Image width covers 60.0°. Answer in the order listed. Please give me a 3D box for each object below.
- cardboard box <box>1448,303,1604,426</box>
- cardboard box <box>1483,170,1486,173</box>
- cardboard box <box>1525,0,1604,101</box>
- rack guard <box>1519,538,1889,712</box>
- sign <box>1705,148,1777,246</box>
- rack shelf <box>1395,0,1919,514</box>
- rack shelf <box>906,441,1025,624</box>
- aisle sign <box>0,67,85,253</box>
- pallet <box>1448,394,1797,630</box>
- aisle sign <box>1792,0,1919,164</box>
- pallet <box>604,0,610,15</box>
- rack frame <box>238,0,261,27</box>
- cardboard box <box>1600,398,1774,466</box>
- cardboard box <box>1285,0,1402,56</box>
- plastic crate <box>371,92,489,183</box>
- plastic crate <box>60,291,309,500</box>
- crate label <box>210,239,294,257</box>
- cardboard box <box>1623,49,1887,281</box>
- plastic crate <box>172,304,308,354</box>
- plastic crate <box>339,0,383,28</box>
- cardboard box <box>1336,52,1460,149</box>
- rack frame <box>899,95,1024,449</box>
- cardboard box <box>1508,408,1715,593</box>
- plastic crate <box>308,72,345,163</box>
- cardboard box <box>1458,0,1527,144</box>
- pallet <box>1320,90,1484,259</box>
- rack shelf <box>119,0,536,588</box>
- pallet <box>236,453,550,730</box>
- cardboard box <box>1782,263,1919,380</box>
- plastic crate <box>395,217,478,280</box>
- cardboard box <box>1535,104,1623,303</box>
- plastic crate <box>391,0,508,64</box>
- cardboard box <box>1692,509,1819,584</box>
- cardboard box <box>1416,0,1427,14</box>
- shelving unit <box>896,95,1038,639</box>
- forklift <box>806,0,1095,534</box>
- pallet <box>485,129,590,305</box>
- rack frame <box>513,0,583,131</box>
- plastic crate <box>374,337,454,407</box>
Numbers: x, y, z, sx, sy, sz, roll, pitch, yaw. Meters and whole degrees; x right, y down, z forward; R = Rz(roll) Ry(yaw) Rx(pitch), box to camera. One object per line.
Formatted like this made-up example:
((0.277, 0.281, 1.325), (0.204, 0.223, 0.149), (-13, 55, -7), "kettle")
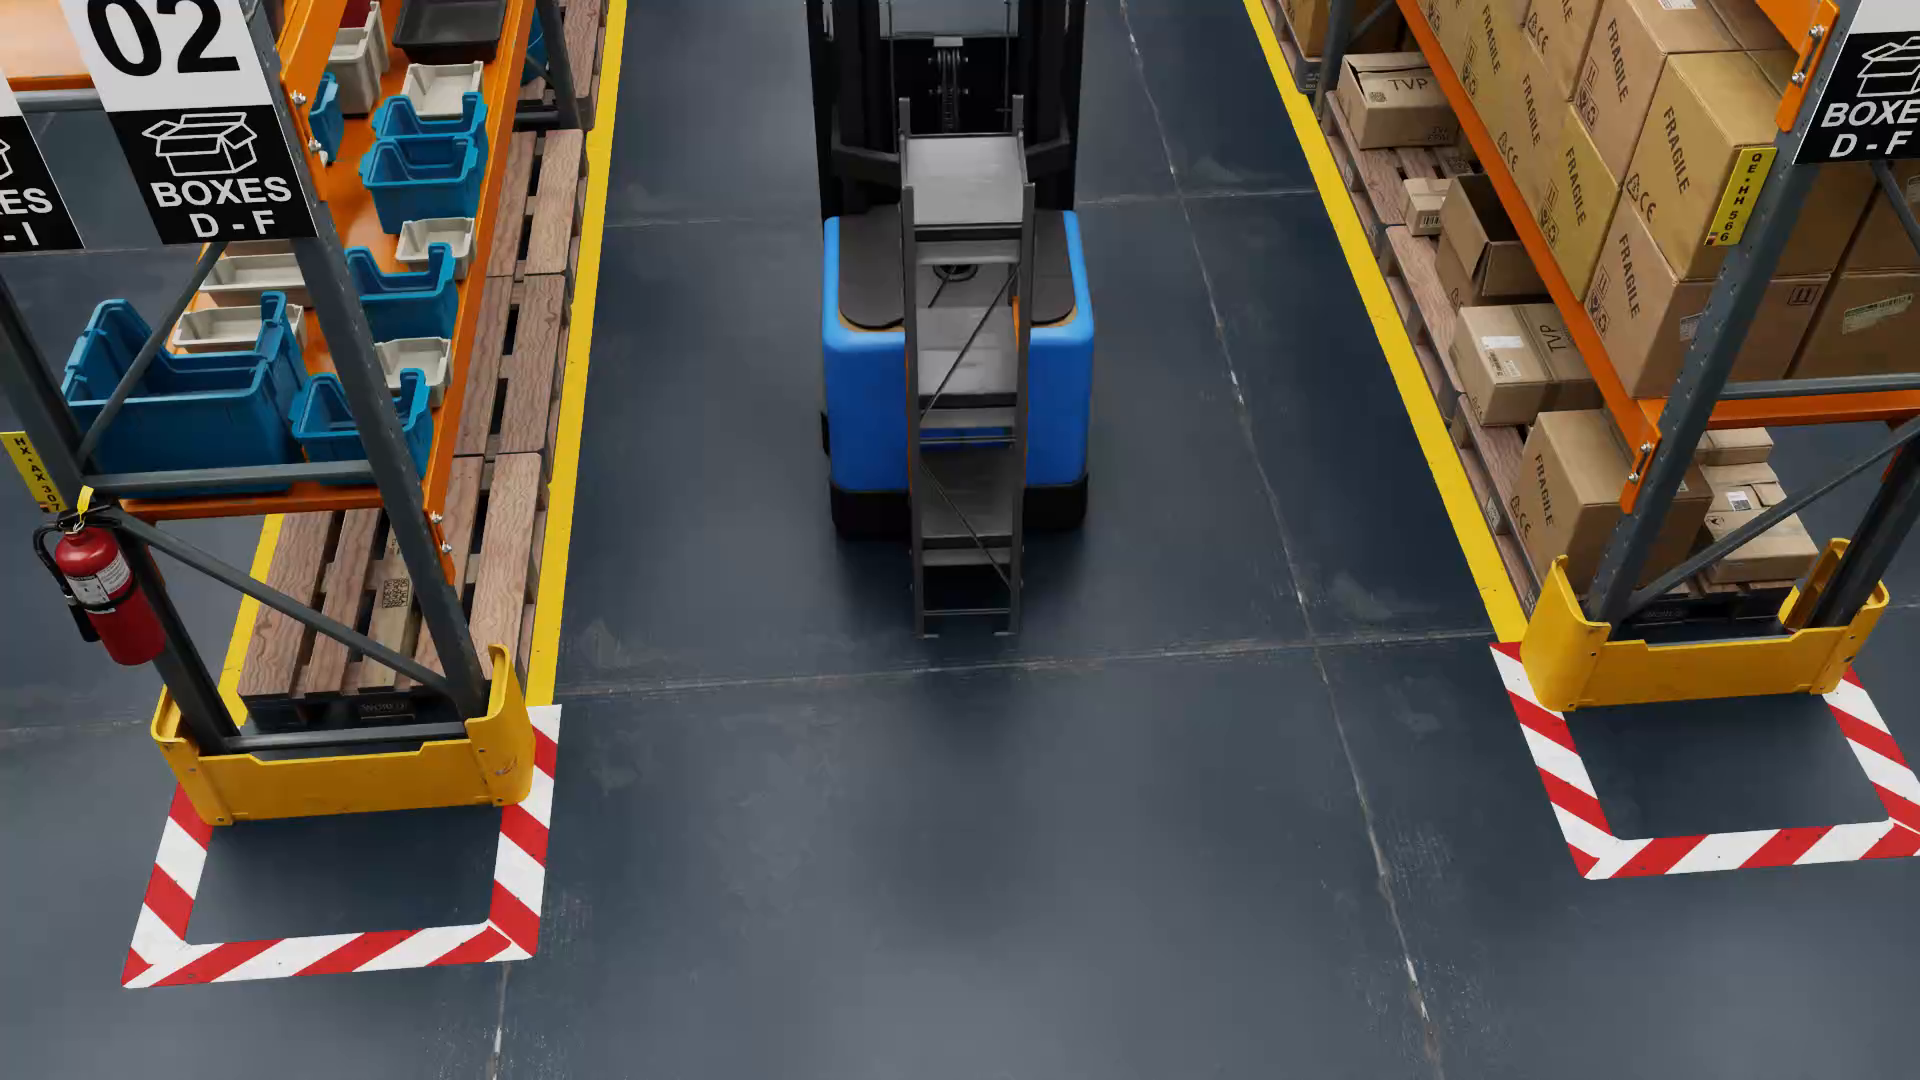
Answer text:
((2.431, -0.758, 7.129), (0.500, 0.250, 0.500), (-3, 47, -3), "cardboard box")
((2.830, -1.668, 7.949), (0.500, 0.311, 0.500), (-3, 47, -3), "cardboard box")
((2.369, -1.908, 5.870), (0.500, 0.500, 0.500), (-2, 47, -2), "cardboard box")
((2.766, 0.320, 6.239), (1.175, 0.500, 0.348), (-3, 47, -3), "rack guard")
((2.217, -0.972, 4.726), (0.100, 0.325, 0.005), (-3, 47, -3), "sign")
((2.604, -1.684, 6.911), (1.077, 0.370, 4.000), (-3, 47, -3), "rack shelf")
((0.015, -0.031, 6.452), (0.431, 0.518, 0.480), (-2, 47, -2), "rack shelf")
((-2.450, -1.010, 3.987), (0.394, 0.787, 0.004), (-3, 47, -3), "aisle sign")
((2.698, -0.157, 6.890), (1.003, 0.211, 1.213), (-3, 47, -3), "pallet")
((2.472, -1.310, 4.271), (0.394, 0.787, 0.004), (-3, 47, -3), "aisle sign")
((-2.628, -3.567, 10.119), (1.003, 0.211, 1.213), (-3, 47, -3), "pallet")
((-2.164, -2.249, 2.819), (1.000, 3.000, 0.127), (-3, 47, -3), "rack frame")
((2.967, -0.463, 6.849), (0.500, 0.250, 0.500), (-3, 47, -3), "cardboard box")
((2.110, -3.010, 9.090), (0.500, 0.500, 0.500), (-4, 47, -4), "cardboard box")
((-1.992, -1.518, 6.332), (0.416, 0.233, 0.300), (-3, 47, -3), "plastic crate")
((-2.379, -0.450, 5.181), (0.616, 0.435, 0.499), (-3, 47, -3), "plastic crate")
((-2.471, -1.106, 6.008), (0.396, 0.136, 0.243), (-3, 47, -3), "crate label")
((2.461, -1.168, 5.169), (0.500, 0.500, 0.500), (-4, 47, -4), "cardboard box")
((-2.413, -0.695, 5.619), (0.396, 0.136, 0.243), (-3, 47, -3), "plastic crate")
((-2.674, -2.462, 7.066), (0.402, 0.464, 0.583), (-3, 47, -3), "plastic crate")
((2.257, -2.288, 8.537), (0.500, 0.311, 0.500), (-3, 47, -3), "cardboard box")
((0.004, -0.698, 6.102), (0.400, 2.100, 0.015), (-2, 47, -2), "rack frame")
((2.481, -0.155, 6.386), (0.500, 0.500, 0.500), (-3, 47, -3), "cardboard box")
((-2.592, -1.619, 6.428), (0.416, 0.233, 0.300), (-3, 47, -3), "plastic crate")
((2.338, -1.927, 6.577), (0.500, 0.500, 0.500), (-4, 47, -4), "cardboard box")
((2.494, -1.923, 8.562), (1.003, 0.211, 1.213), (-3, 47, -3), "pallet")
((-2.332, -1.386, 6.628), (1.077, 0.370, 4.000), (-3, 47, -3), "rack shelf")
((-2.195, 0.174, 6.577), (1.003, 0.211, 1.213), (-3, 47, -3), "pallet")
((2.997, -0.856, 5.562), (0.500, 0.500, 0.500), (-3, 47, -2), "cardboard box")
((-1.858, -1.043, 5.948), (0.250, 0.136, 0.298), (-3, 47, -3), "plastic crate")
((2.416, -1.201, 5.890), (0.500, 0.500, 0.500), (-3, 47, -3), "cardboard box")
((-2.138, -2.213, 7.064), (0.437, 0.125, 0.590), (-3, 47, -3), "plastic crate")
((3.079, 0.021, 6.461), (0.380, 0.149, 0.250), (-3, 47, -3), "cardboard box")
((2.254, -2.657, 7.268), (0.500, 0.500, 0.500), (-3, 47, -3), "cardboard box")
((0.015, -0.521, 5.934), (0.431, 2.100, 0.503), (-2, 47, -2), "shelving unit")
((-0.067, -2.094, 6.851), (1.130, 2.935, 3.031), (-2, 47, -2), "forklift")
((-2.399, -1.592, 8.249), (1.003, 0.211, 1.213), (-3, 47, -3), "pallet")
((-2.499, -3.080, 7.738), (1.000, 3.000, 0.127), (-3, 47, -3), "rack frame")
((-1.801, -0.552, 5.483), (0.250, 0.136, 0.298), (-3, 47, -3), "plastic crate")
